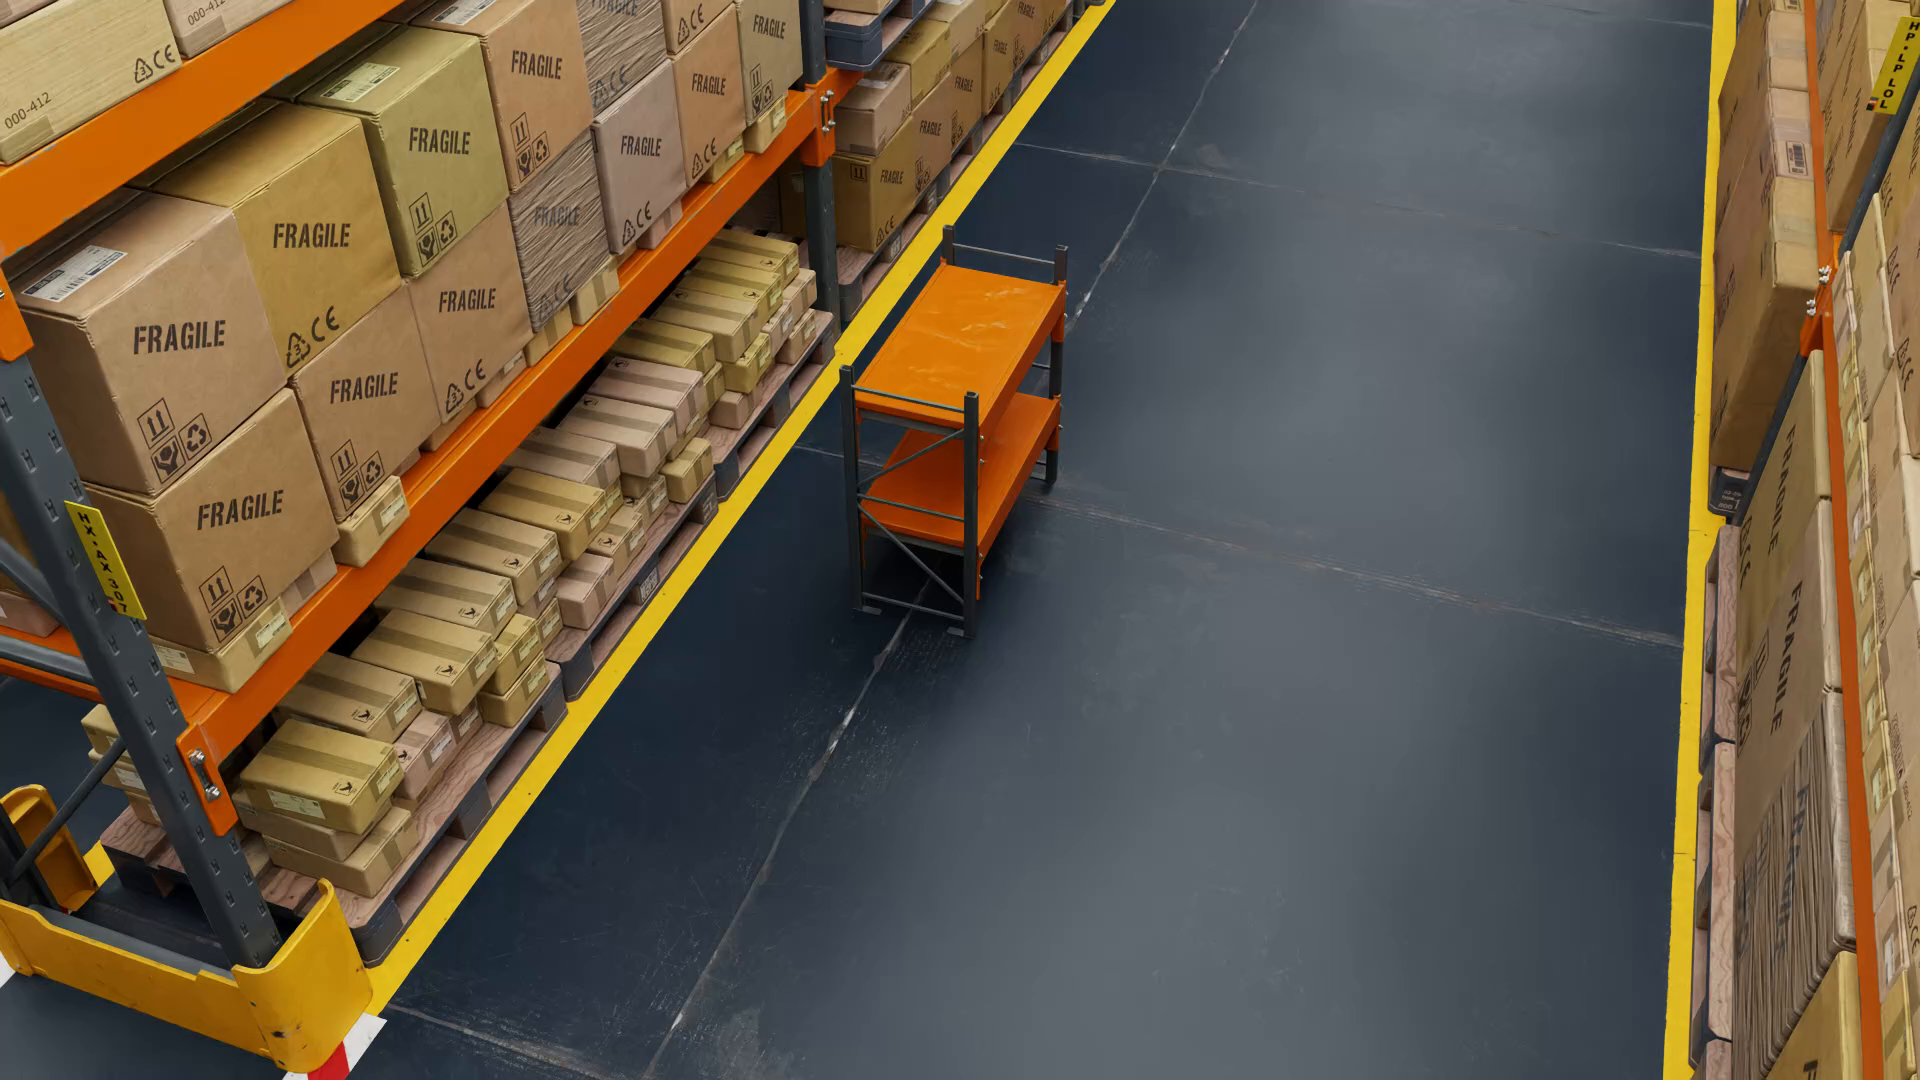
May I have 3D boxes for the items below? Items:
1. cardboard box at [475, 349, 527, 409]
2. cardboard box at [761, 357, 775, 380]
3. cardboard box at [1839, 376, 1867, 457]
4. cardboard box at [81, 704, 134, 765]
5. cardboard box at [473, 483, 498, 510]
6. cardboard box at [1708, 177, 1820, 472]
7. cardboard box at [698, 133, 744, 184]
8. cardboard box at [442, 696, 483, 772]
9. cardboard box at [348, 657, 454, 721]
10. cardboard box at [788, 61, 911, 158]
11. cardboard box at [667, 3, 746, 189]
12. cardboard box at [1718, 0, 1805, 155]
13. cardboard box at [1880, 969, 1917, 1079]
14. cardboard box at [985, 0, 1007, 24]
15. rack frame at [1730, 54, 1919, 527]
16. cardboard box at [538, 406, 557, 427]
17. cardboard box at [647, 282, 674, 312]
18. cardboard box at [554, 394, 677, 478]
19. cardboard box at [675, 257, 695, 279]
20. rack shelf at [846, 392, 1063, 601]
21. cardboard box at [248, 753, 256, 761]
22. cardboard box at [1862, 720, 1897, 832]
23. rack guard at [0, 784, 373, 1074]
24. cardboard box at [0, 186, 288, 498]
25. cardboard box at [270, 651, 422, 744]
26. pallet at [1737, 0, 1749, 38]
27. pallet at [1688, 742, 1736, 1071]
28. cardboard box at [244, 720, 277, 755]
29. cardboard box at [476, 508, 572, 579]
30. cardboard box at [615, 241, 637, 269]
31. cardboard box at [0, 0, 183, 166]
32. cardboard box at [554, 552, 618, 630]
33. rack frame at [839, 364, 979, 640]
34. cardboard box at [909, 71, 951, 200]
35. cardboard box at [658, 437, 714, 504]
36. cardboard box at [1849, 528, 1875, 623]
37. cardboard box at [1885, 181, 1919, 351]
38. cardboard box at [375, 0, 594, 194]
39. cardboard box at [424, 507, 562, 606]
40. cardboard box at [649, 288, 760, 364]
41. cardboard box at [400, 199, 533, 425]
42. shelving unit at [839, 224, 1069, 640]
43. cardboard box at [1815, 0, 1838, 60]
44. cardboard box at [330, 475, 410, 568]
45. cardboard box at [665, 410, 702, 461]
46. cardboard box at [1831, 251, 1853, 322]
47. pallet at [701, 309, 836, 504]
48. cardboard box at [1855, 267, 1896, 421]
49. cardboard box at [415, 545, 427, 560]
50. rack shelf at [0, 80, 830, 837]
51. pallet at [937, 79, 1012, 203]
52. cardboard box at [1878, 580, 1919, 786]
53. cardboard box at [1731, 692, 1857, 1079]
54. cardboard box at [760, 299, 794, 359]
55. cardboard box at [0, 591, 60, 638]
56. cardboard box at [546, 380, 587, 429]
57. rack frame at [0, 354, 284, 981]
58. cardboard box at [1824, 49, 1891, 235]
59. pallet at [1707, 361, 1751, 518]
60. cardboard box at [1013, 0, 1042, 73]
[{"bbox_3d":[-1.624,-0.581,5.313,0.380,0.149,0.250,13,42,14],"label":"cardboard box"},{"bbox_3d":[-1.033,-0.803,7.253,0.380,0.149,0.250,14,43,16],"label":"cardboard box"},{"bbox_3d":[2.893,-0.336,5.026,0.380,0.149,0.250,12,42,14],"label":"cardboard box"},{"bbox_3d":[-2.477,0.577,5.177,0.380,0.149,0.250,14,42,16],"label":"cardboard box"},{"bbox_3d":[-1.902,-0.129,6.463,0.380,0.149,0.250,14,43,16],"label":"cardboard box"},{"bbox_3d":[3.775,-0.766,6.650,1.225,0.875,0.875,13,42,15],"label":"cardboard box"},{"bbox_3d":[-1.063,-1.529,6.425,0.380,0.149,0.250,15,43,17],"label":"cardboard box"},{"bbox_3d":[-1.849,0.603,5.605,0.380,0.149,0.250,14,42,16],"label":"cardboard box"},{"bbox_3d":[-1.852,0.483,5.516,0.380,0.149,0.250,14,42,16],"label":"cardboard box"},{"bbox_3d":[-0.551,-2.068,7.888,0.500,0.250,0.500,12,42,13],"label":"cardboard box"},{"bbox_3d":[-1.130,-1.659,6.077,0.500,0.500,0.500,12,42,14],"label":"cardboard box"},{"bbox_3d":[4.687,-2.394,8.559,1.225,0.875,0.875,11,42,13],"label":"cardboard box"},{"bbox_3d":[2.106,1.067,3.382,0.380,0.149,0.250,14,42,16],"label":"cardboard box"},{"bbox_3d":[-0.023,-3.024,9.007,0.500,0.250,0.500,14,42,16],"label":"cardboard box"},{"bbox_3d":[3.575,-1.020,5.634,1.000,3.000,0.127,13,42,15],"label":"rack frame"},{"bbox_3d":[-1.801,-0.514,6.456,0.380,0.149,0.250,12,42,13],"label":"cardboard box"},{"bbox_3d":[-1.479,-1.046,7.309,0.380,0.149,0.250,14,42,15],"label":"cardboard box"},{"bbox_3d":[-1.306,-0.397,6.319,0.380,0.149,0.250,12,42,14],"label":"cardboard box"},{"bbox_3d":[-1.364,-1.319,7.400,0.380,0.149,0.250,15,43,17],"label":"cardboard box"},{"bbox_3d":[-0.002,-0.238,6.539,0.538,0.278,1.000,13,42,15],"label":"rack shelf"},{"bbox_3d":[-2.443,0.636,5.567,0.380,0.149,0.250,15,43,16],"label":"cardboard box"},{"bbox_3d":[2.367,0.602,3.927,0.380,0.149,0.250,12,42,14],"label":"cardboard box"},{"bbox_3d":[-2.394,1.162,5.003,1.175,0.500,0.348,13,42,15],"label":"rack guard"},{"bbox_3d":[-2.017,-0.489,3.935,0.500,0.500,0.500,13,42,15],"label":"cardboard box"},{"bbox_3d":[-1.940,0.517,5.247,0.380,0.149,0.250,14,42,16],"label":"cardboard box"},{"bbox_3d":[5.211,-2.875,9.957,1.003,0.211,1.213,13,42,15],"label":"pallet"},{"bbox_3d":[2.826,1.234,5.141,1.003,0.211,1.213,13,42,15],"label":"pallet"},{"bbox_3d":[-2.367,0.537,5.454,0.380,0.149,0.250,12,42,14],"label":"cardboard box"},{"bbox_3d":[-1.607,-0.007,6.090,0.380,0.149,0.250,15,43,17],"label":"cardboard box"},{"bbox_3d":[-1.376,-1.062,5.877,0.380,0.149,0.250,13,42,14],"label":"cardboard box"},{"bbox_3d":[-2.026,-1.044,3.466,0.500,0.250,0.500,15,43,17],"label":"cardboard box"},{"bbox_3d":[-1.494,0.162,6.122,0.380,0.149,0.250,11,42,13],"label":"cardboard box"},{"bbox_3d":[-0.176,-0.114,6.017,0.500,1.125,0.032,13,42,15],"label":"rack frame"},{"bbox_3d":[-0.371,-2.106,8.509,0.500,0.500,0.500,15,43,17],"label":"cardboard box"},{"bbox_3d":[-1.220,-0.311,6.677,0.380,0.149,0.250,13,42,15],"label":"cardboard box"},{"bbox_3d":[2.629,0.134,4.476,0.380,0.149,0.250,12,42,14],"label":"cardboard box"},{"bbox_3d":[2.995,-0.827,4.717,0.500,0.500,0.500,13,42,15],"label":"cardboard box"},{"bbox_3d":[-1.480,-1.422,5.029,0.500,0.500,0.500,12,42,14],"label":"cardboard box"},{"bbox_3d":[-1.623,0.055,5.789,0.380,0.149,0.250,15,43,17],"label":"cardboard box"},{"bbox_3d":[-1.057,-0.891,6.898,0.380,0.149,0.250,13,42,15],"label":"cardboard box"},{"bbox_3d":[-1.668,-0.734,4.993,0.500,0.500,0.500,14,42,16],"label":"cardboard box"},{"bbox_3d":[-0.002,-0.424,6.380,0.538,1.125,1.048,13,42,15],"label":"shelving unit"},{"bbox_3d":[4.002,-2.328,7.091,0.500,0.500,0.500,13,42,15],"label":"cardboard box"},{"bbox_3d":[-1.810,-0.088,4.736,0.380,0.149,0.250,12,42,14],"label":"cardboard box"},{"bbox_3d":[-1.263,-0.482,6.647,0.380,0.149,0.250,14,43,16],"label":"cardboard box"},{"bbox_3d":[3.161,-0.817,5.591,0.380,0.149,0.250,13,42,15],"label":"cardboard box"},{"bbox_3d":[-1.248,-0.704,7.412,1.003,0.211,1.213,13,42,15],"label":"pallet"},{"bbox_3d":[2.993,-0.545,4.964,0.500,0.250,0.500,13,42,15],"label":"cardboard box"},{"bbox_3d":[-2.166,0.048,6.026,0.380,0.149,0.250,14,42,16],"label":"cardboard box"},{"bbox_3d":[-1.736,-0.689,5.800,1.077,0.370,4.000,13,42,15],"label":"rack shelf"},{"bbox_3d":[-0.371,-2.343,9.334,1.003,0.211,1.213,13,42,15],"label":"pallet"},{"bbox_3d":[2.471,0.390,3.868,0.500,0.250,0.500,12,42,14],"label":"cardboard box"},{"bbox_3d":[2.662,1.106,4.457,0.875,0.875,0.875,13,42,15],"label":"cardboard box"},{"bbox_3d":[-0.942,-0.940,7.184,0.380,0.149,0.250,11,42,13],"label":"cardboard box"},{"bbox_3d":[-2.574,0.092,4.525,0.380,0.149,0.250,13,42,15],"label":"cardboard box"},{"bbox_3d":[-1.739,-0.563,6.743,0.380,0.149,0.250,15,43,17],"label":"cardboard box"},{"bbox_3d":[-2.420,0.258,4.137,1.000,3.000,0.127,13,42,15],"label":"rack frame"},{"bbox_3d":[3.478,-1.403,6.007,0.500,0.500,0.500,13,42,15],"label":"cardboard box"},{"bbox_3d":[3.768,-0.446,7.110,1.003,0.211,1.213,13,42,15],"label":"pallet"},{"bbox_3d":[0.156,-3.055,9.622,0.500,0.500,0.500,15,43,17],"label":"cardboard box"}]
